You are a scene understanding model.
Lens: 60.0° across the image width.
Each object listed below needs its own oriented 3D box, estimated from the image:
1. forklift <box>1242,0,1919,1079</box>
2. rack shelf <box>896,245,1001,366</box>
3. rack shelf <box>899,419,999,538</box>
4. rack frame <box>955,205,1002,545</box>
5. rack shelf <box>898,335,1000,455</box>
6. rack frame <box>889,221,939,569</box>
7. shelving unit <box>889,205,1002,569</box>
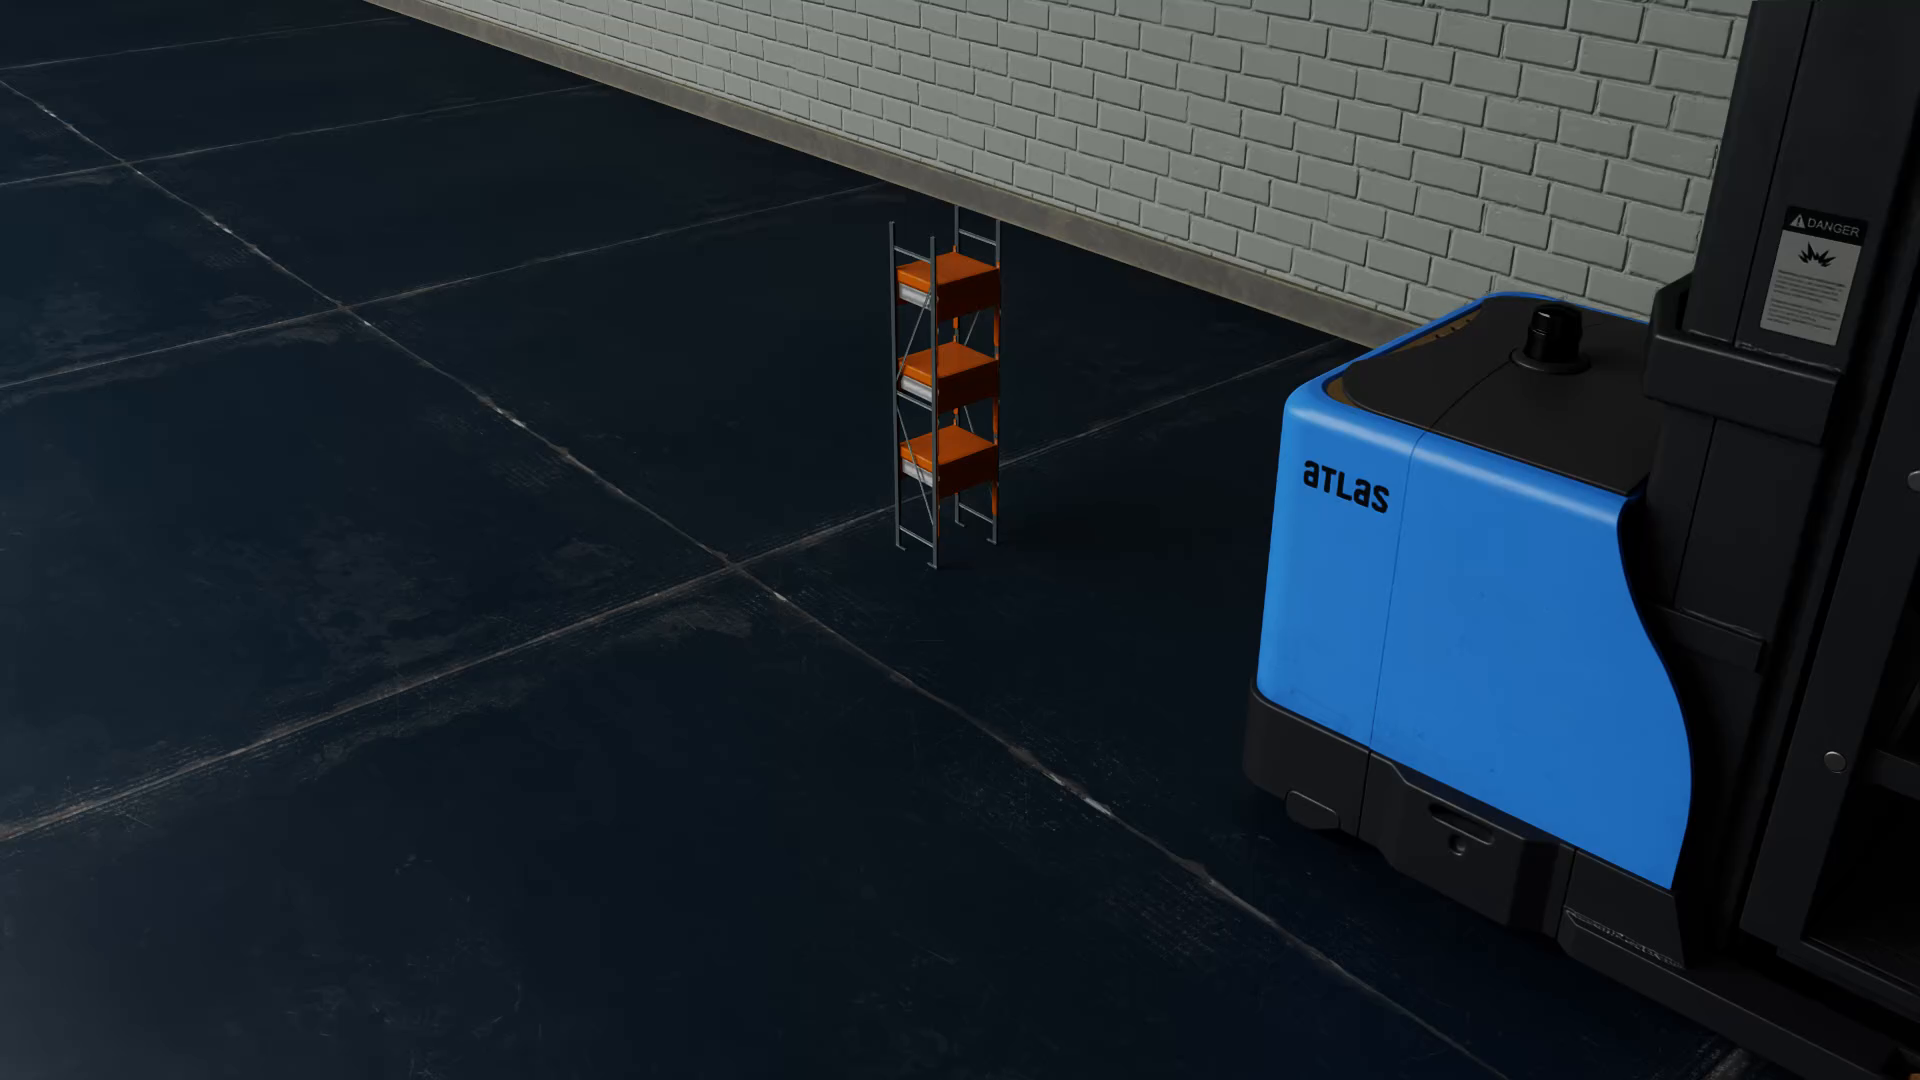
[{"bbox_3d":[2.092,-0.343,2.799,3.031,2.935,1.130,25,37,38],"label":"forklift"},{"bbox_3d":[-0.041,-0.688,4.861,0.240,0.259,0.215,-22,35,-35],"label":"rack shelf"},{"bbox_3d":[-0.041,-0.192,5.125,0.240,0.259,0.215,-22,35,-35],"label":"rack shelf"},{"bbox_3d":[0.052,-0.484,5.059,0.008,1.050,0.200,-22,35,-35],"label":"rack frame"},{"bbox_3d":[-0.041,-0.437,4.994,0.240,0.259,0.215,-22,35,-35],"label":"rack shelf"},{"bbox_3d":[-0.134,-0.409,4.920,0.008,1.050,0.200,-22,35,-35],"label":"rack frame"},{"bbox_3d":[-0.041,-0.447,4.989,0.252,1.050,0.215,-22,35,-35],"label":"shelving unit"}]
